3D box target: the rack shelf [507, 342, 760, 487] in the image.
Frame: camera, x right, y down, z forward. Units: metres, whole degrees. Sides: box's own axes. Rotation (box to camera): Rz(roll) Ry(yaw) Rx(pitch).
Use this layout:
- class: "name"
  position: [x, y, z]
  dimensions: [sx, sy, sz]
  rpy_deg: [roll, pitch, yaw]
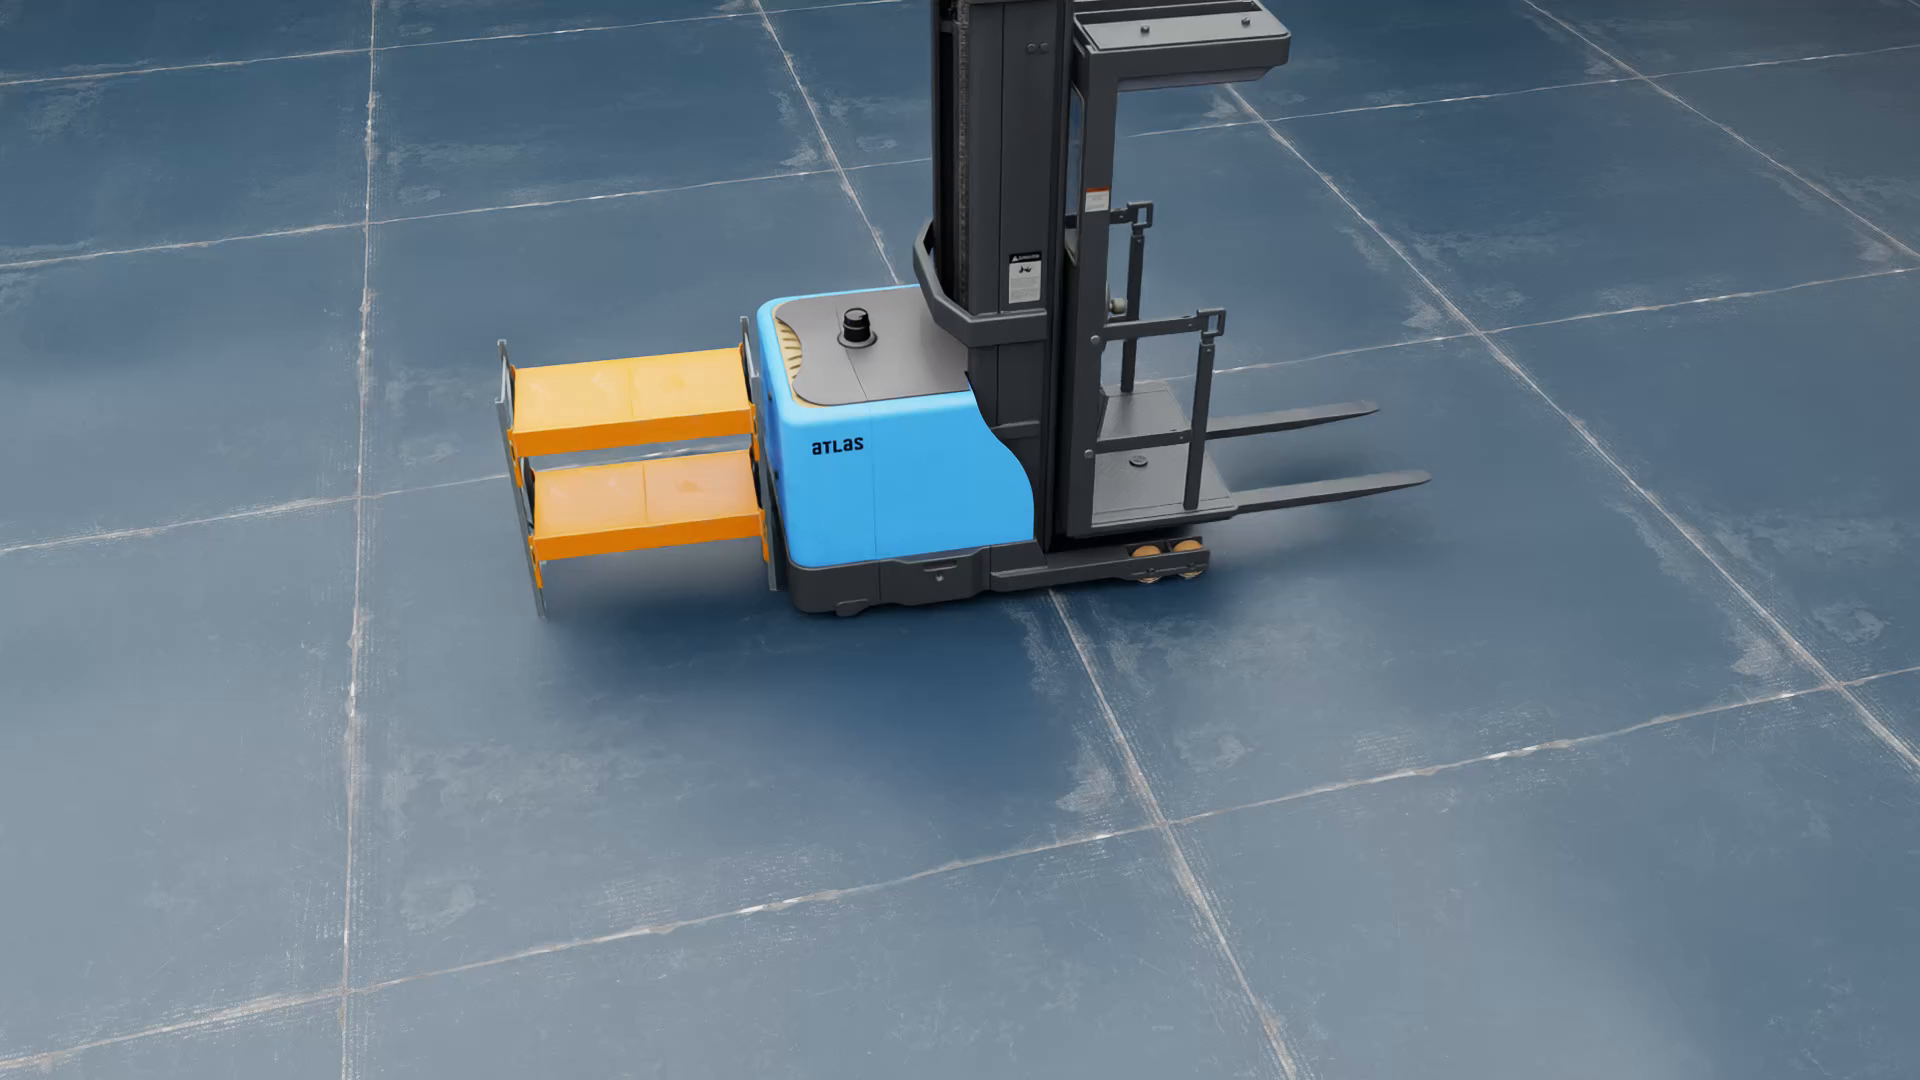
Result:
- class: "rack shelf"
  position: [-1.382, -0.540, 7.048]
  dimensions: [1.000, 0.278, 0.538]
  rpy_deg: [-7, 38, -9]

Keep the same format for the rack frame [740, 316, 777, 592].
- class: "rack frame"
  position: [-0.883, -0.366, 7.303]
  dimensions: [0.032, 1.125, 0.500]
  rpy_deg: [-7, 38, -9]

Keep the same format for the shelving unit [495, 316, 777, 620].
- class: "shelving unit"
  position: [-1.382, -0.307, 7.226]
  dimensions: [1.048, 1.125, 0.538]
  rpy_deg: [-7, 38, -9]

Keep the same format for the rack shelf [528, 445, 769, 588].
- class: "rack shelf"
  position: [-1.382, -0.113, 7.374]
  dimensions: [1.000, 0.278, 0.538]
  rpy_deg: [-7, 38, -9]

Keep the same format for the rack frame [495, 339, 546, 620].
- class: "rack frame"
  position: [-1.881, -0.248, 7.148]
  dimensions: [0.032, 1.125, 0.500]
  rpy_deg: [-7, 38, -9]

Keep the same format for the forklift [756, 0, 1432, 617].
- class: "forklift"
  position: [0.656, -1.280, 7.011]
  dimensions: [3.031, 2.935, 1.130]
  rpy_deg: [-7, 38, -9]
